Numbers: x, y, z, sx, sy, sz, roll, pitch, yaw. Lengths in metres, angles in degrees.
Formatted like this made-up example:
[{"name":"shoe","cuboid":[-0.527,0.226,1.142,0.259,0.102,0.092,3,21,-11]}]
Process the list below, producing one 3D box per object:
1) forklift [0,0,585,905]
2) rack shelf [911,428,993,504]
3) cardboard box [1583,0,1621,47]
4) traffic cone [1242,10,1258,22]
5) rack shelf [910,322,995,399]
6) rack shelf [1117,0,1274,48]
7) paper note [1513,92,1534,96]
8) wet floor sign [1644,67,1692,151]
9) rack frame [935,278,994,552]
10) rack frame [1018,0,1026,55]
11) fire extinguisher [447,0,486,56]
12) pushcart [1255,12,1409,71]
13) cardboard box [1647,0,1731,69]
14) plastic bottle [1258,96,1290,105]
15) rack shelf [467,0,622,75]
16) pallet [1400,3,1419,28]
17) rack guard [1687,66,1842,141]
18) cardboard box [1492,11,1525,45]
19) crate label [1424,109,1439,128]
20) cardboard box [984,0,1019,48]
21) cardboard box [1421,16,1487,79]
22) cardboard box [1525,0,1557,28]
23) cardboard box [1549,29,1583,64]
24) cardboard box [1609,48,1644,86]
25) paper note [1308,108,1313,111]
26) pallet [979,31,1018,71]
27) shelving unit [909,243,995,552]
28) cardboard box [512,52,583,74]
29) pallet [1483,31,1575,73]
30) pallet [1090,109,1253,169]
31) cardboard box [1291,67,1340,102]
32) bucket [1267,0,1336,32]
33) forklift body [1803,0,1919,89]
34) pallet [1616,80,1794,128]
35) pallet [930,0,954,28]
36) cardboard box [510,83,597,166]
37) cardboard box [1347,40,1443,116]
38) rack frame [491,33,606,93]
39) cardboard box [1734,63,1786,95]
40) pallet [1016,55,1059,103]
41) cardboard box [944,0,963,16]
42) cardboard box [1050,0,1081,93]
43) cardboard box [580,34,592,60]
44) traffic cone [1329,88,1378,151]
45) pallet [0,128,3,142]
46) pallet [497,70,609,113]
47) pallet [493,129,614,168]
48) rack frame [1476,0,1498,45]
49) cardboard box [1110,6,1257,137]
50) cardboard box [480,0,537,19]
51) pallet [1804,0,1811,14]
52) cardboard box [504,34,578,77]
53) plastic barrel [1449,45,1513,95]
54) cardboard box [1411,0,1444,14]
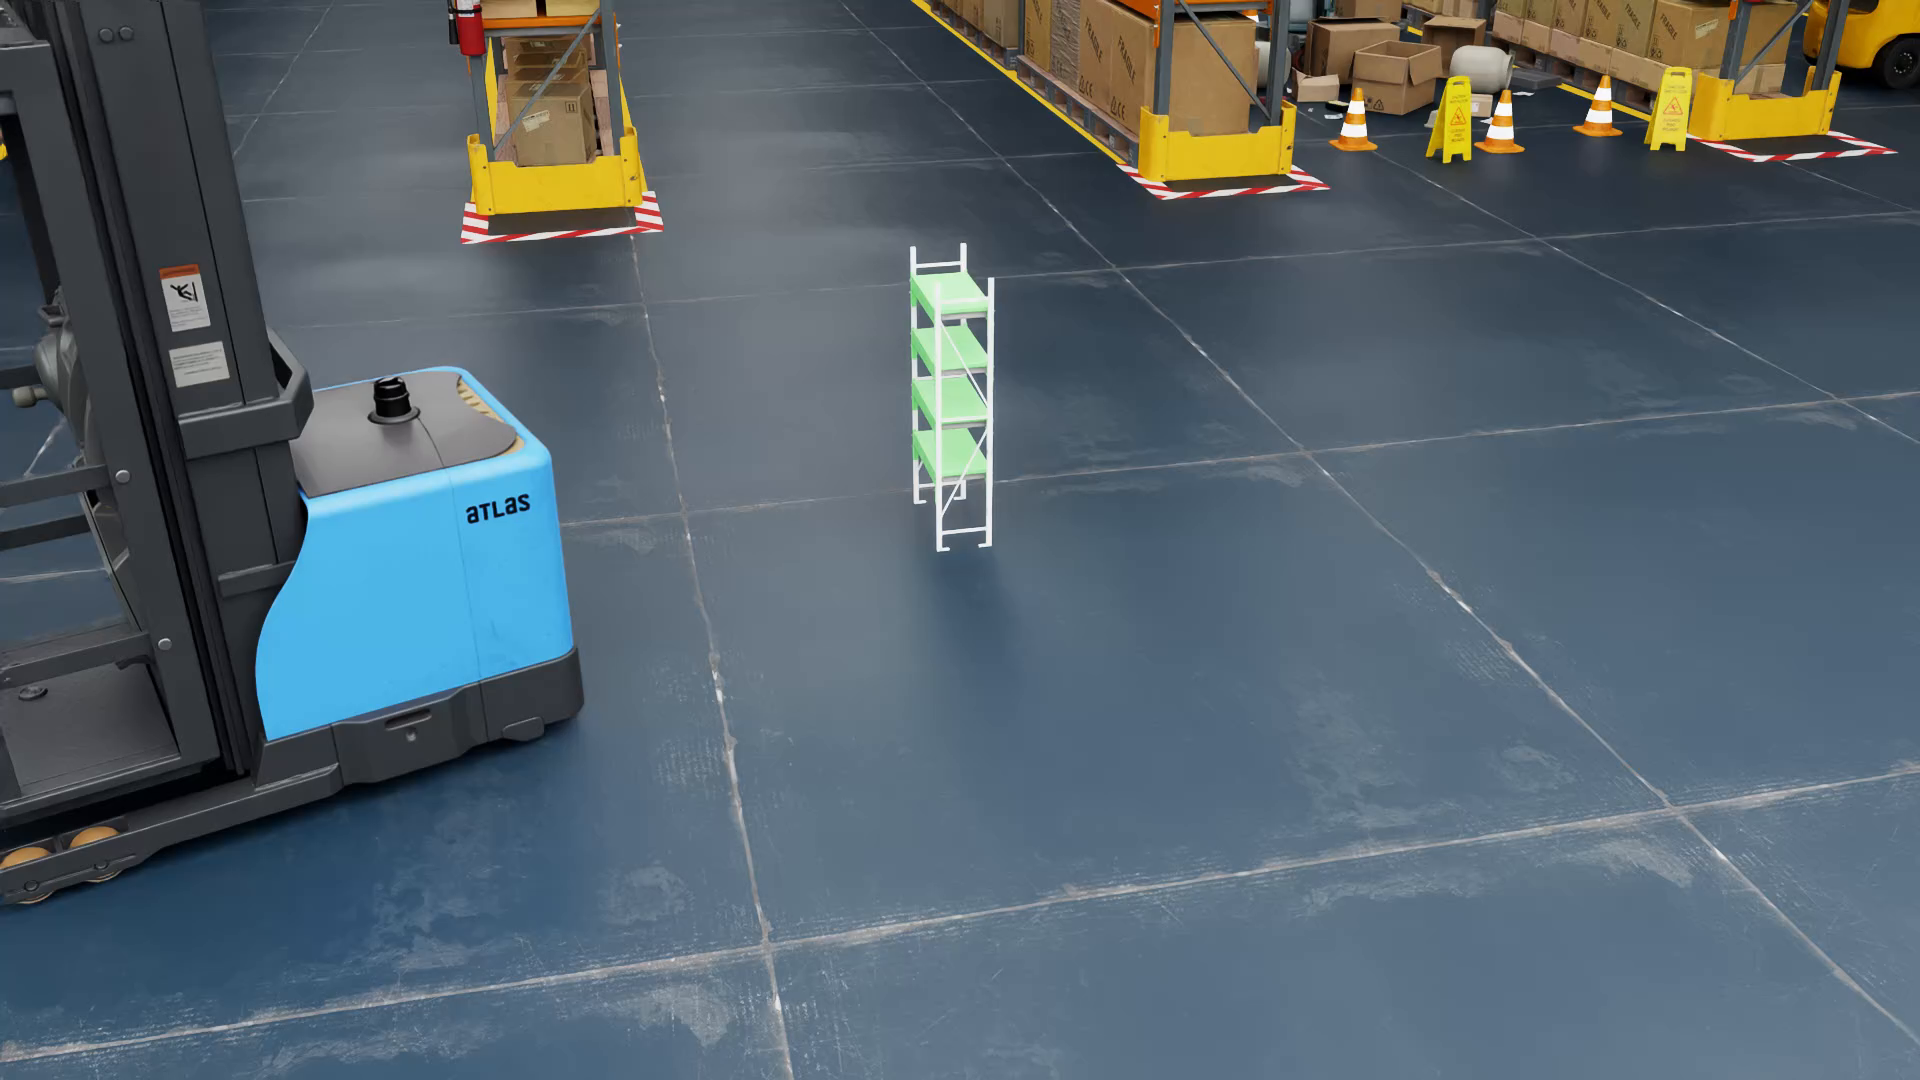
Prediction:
[{"name":"forklift","cuboid":[-2.859,-0.475,4.938,3.031,2.935,1.130,-16,31,-29]},{"name":"rack shelf","cuboid":[-0.037,-0.337,7.261,0.258,0.148,0.480,-6,27,-12]},{"name":"cardboard box","cuboid":[6.106,-4.821,15.226,0.500,0.500,0.500,-7,28,-13]},{"name":"traffic cone","cuboid":[3.183,-5.802,18.231,0.336,0.463,0.334,-6,27,-12]},{"name":"rack shelf","cuboid":[-0.037,-0.766,7.044,0.258,0.148,0.480,-6,27,-12]},{"name":"rack shelf","cuboid":[1.517,-4.760,14.150,1.077,0.370,4.000,-6,27,-12]},{"name":"paper note","cuboid":[5.232,-4.148,15.435,0.142,0.019,0.148,-16,31,-29]},{"name":"wet floor sign","cuboid":[5.768,-3.507,13.482,0.267,0.644,0.232,3,27,6]},{"name":"rack frame","cuboid":[0.018,-0.501,6.911,0.240,1.200,0.015,-6,27,-12]},{"name":"rack frame","cuboid":[1.067,-5.959,15.728,1.000,3.000,0.127,-6,27,-12]},{"name":"fire extinguisher","cuboid":[-3.310,-3.612,11.164,0.296,0.674,0.183,-6,27,-12]},{"name":"pushcart","cuboid":[3.656,-5.082,16.900,1.648,0.377,0.936,-16,31,-29]},{"name":"cardboard box","cuboid":[6.333,-4.370,14.333,0.500,0.500,0.500,-6,27,-11]},{"name":"plastic bottle","cuboid":[2.859,-4.002,15.110,0.283,0.061,0.133,-16,31,-29]},{"name":"rack shelf","cuboid":[-3.338,-4.301,13.240,1.077,0.370,4.000,-6,27,-12]},{"name":"pallet","cuboid":[5.411,-6.140,19.180,1.003,0.211,1.213,-6,27,-12]},{"name":"rack guard","cuboid":[6.751,-3.668,13.962,1.175,0.500,0.348,-6,27,-12]},{"name":"cardboard box","cuboid":[5.736,-5.180,16.769,0.500,0.250,0.500,-7,28,-14]},{"name":"crate label","cuboid":[4.172,-3.607,14.244,0.250,0.136,0.298,-23,35,-38]},{"name":"cardboard box","cuboid":[0.839,-5.406,16.662,1.050,0.750,0.750,-6,27,-12]},{"name":"cardboard box","cuboid":[4.782,-4.783,16.168,0.500,0.500,0.500,13,30,24]},{"name":"cardboard box","cuboid":[5.869,-5.281,16.137,0.500,0.500,0.500,-5,27,-10]},{"name":"cardboard box","cuboid":[5.990,-4.714,15.846,0.500,0.250,0.500,-6,27,-12]},{"name":"cardboard box","cuboid":[6.215,-4.266,14.958,0.500,0.250,0.500,-6,27,-11]},{"name":"paper note","cuboid":[3.131,-3.841,14.849,0.032,0.001,0.123,8,28,15]},{"name":"pallet","cuboid":[0.819,-5.045,17.012,1.003,0.211,1.213,-6,27,-12]},{"name":"shelving unit","cuboid":[-0.037,-0.608,7.124,0.258,1.200,0.503,-6,27,-12]},{"name":"cardboard box","cuboid":[-3.302,-3.627,13.415,0.500,0.500,0.500,-3,27,-7]},{"name":"pallet","cuboid":[6.052,-4.970,16.863,1.003,0.211,1.213,-6,27,-12]},{"name":"pallet","cuboid":[1.712,-3.301,13.557,1.003,0.211,1.213,-6,27,-12]},{"name":"cardboard box","cuboid":[3.248,-4.171,15.219,0.396,0.266,0.258,-1,27,-3]},{"name":"bucket","cuboid":[3.343,-5.351,16.468,0.726,0.611,0.620,3,17,6]},{"name":"forklift body","cuboid":[9.398,-5.524,15.808,2.313,2.155,1.214,-6,27,-12]},{"name":"pallet","cuboid":[6.602,-3.899,14.741,1.003,0.211,1.213,-6,27,-12]},{"name":"pallet","cuboid":[0.269,-6.117,19.134,1.003,0.211,1.213,-6,27,-12]},{"name":"cardboard box","cuboid":[-3.012,-3.091,12.354,0.500,0.500,0.500,-1,27,-2]},{"name":"cardboard box","cuboid":[3.906,-4.150,14.913,0.637,0.503,0.797,19,32,32]},{"name":"rack frame","cuboid":[-3.789,-5.500,14.818,1.000,3.000,0.127,-6,27,-12]},{"name":"cardboard box","cuboid":[6.856,-4.092,14.615,0.500,0.250,0.500,-6,27,-12]},{"name":"pallet","cuboid":[1.162,-4.373,15.679,1.003,0.211,1.213,-6,27,-12]},{"name":"cardboard box","cuboid":[0.415,-6.238,18.312,1.050,0.750,0.750,-6,27,-11]},{"name":"cardboard box","cuboid":[1.347,-4.520,14.767,0.875,0.875,0.875,-6,27,-11]},{"name":"cardboard box","cuboid":[-3.906,-4.852,15.820,0.700,0.500,0.500,-8,28,-16]},{"name":"traffic cone","cuboid":[3.232,-3.448,13.568,0.336,0.463,0.334,-6,27,-12]},{"name":"pallet","cuboid":[-8.503,-3.453,13.857,1.003,0.211,1.213,-6,27,-12]},{"name":"pallet","cuboid":[-3.603,-3.964,14.869,1.003,0.211,1.213,-6,27,-12]},{"name":"pallet","cuboid":[-3.053,-2.893,12.747,1.003,0.211,1.213,-6,27,-12]},{"name":"rack frame","cuboid":[5.867,-6.506,16.811,1.000,3.000,0.127,-6,27,-12]},{"name":"cardboard box","cuboid":[1.751,-3.733,13.209,0.875,0.875,0.875,-6,27,-11]},{"name":"cardboard box","cuboid":[-3.152,-3.736,11.602,0.380,0.149,0.250,-6,27,-12]},{"name":"pallet","cuboid":[10.498,-6.087,19.075,1.003,0.211,1.213,-6,27,-12]},{"name":"cardboard box","cuboid":[-3.601,-4.141,14.434,0.500,0.500,0.500,2,27,5]},{"name":"plastic barrel","cuboid":[4.827,-4.353,15.405,0.512,0.421,0.421,13,30,24]},{"name":"cardboard box","cuboid":[5.581,-6.066,18.389,0.950,0.372,0.625,-4,27,-8]}]
